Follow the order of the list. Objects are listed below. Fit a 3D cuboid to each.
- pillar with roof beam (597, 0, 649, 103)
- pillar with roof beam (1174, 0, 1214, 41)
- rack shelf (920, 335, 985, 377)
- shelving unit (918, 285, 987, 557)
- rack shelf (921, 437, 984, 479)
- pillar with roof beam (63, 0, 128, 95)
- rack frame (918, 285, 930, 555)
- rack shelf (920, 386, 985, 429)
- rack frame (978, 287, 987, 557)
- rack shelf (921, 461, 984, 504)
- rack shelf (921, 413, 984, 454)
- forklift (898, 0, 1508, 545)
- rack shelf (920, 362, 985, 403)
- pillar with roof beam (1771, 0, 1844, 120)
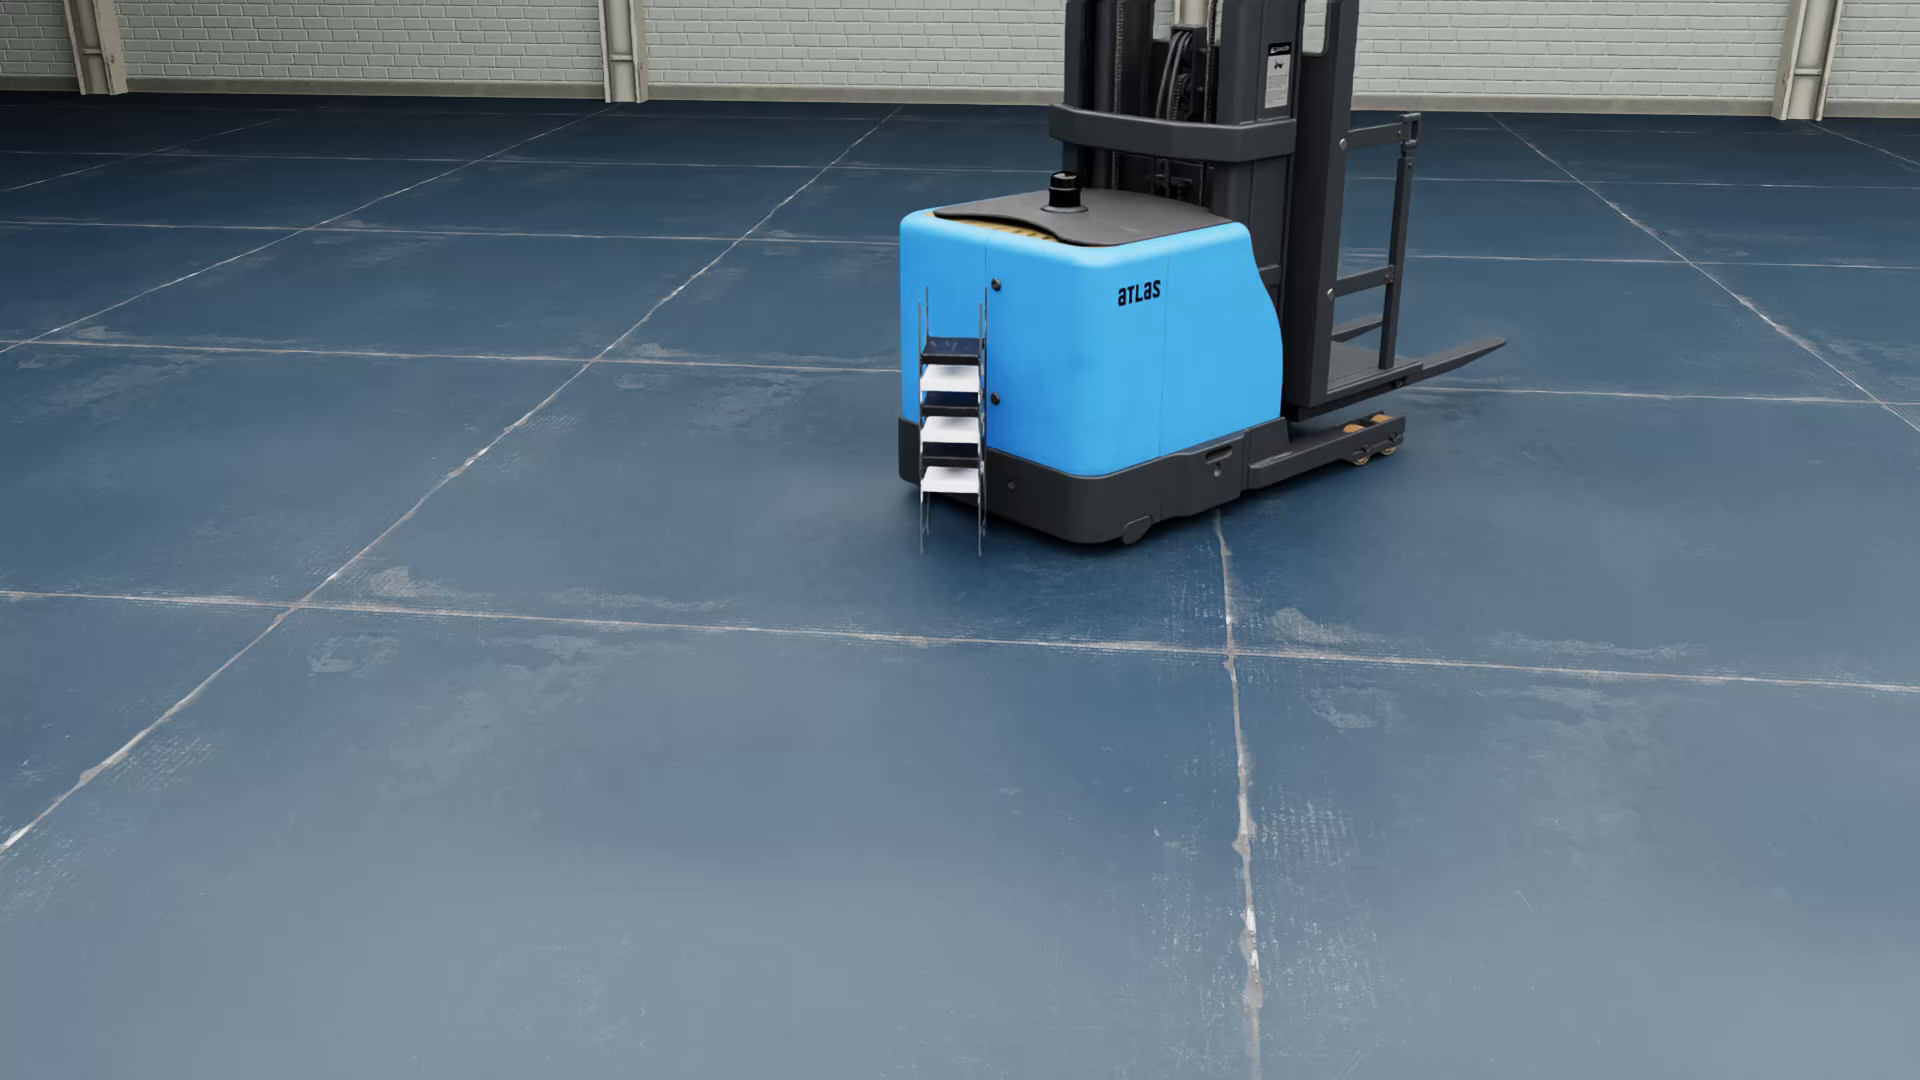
[{"bbox_3d":[-4.087,-7.341,12.269,0.400,9.000,9.100,2,22,6],"label":"pillar with roof beam"},{"bbox_3d":[1.871,-7.082,11.613,0.400,9.000,9.100,2,22,6],"label":"pillar with roof beam"},{"bbox_3d":[-0.022,-0.627,5.658,0.200,0.077,0.258,2,22,5],"label":"rack shelf"},{"bbox_3d":[-0.022,-0.407,5.745,0.210,0.900,0.258,2,22,5],"label":"shelving unit"},{"bbox_3d":[-0.022,-0.292,5.790,0.200,0.077,0.258,2,22,5],"label":"rack shelf"},{"bbox_3d":[-10.046,-7.601,12.926,0.400,9.000,9.100,2,22,6],"label":"pillar with roof beam"},{"bbox_3d":[-0.123,-0.411,5.754,0.006,0.900,0.240,2,22,5],"label":"rack frame"},{"bbox_3d":[-0.022,-0.460,5.724,0.200,0.077,0.258,2,22,5],"label":"rack shelf"},{"bbox_3d":[0.079,-0.403,5.736,0.006,0.900,0.240,2,22,5],"label":"rack frame"},{"bbox_3d":[-0.022,-0.208,5.823,0.200,0.077,0.258,2,22,5],"label":"rack shelf"},{"bbox_3d":[-0.022,-0.376,5.757,0.200,0.077,0.258,2,22,5],"label":"rack shelf"},{"bbox_3d":[1.188,-1.787,6.473,3.031,2.935,1.130,-19,28,-39],"label":"forklift"},{"bbox_3d":[-0.022,-0.543,5.691,0.200,0.077,0.258,2,22,5],"label":"rack shelf"},{"bbox_3d":[7.829,-6.822,10.956,0.400,9.000,9.100,2,22,6],"label":"pillar with roof beam"}]
